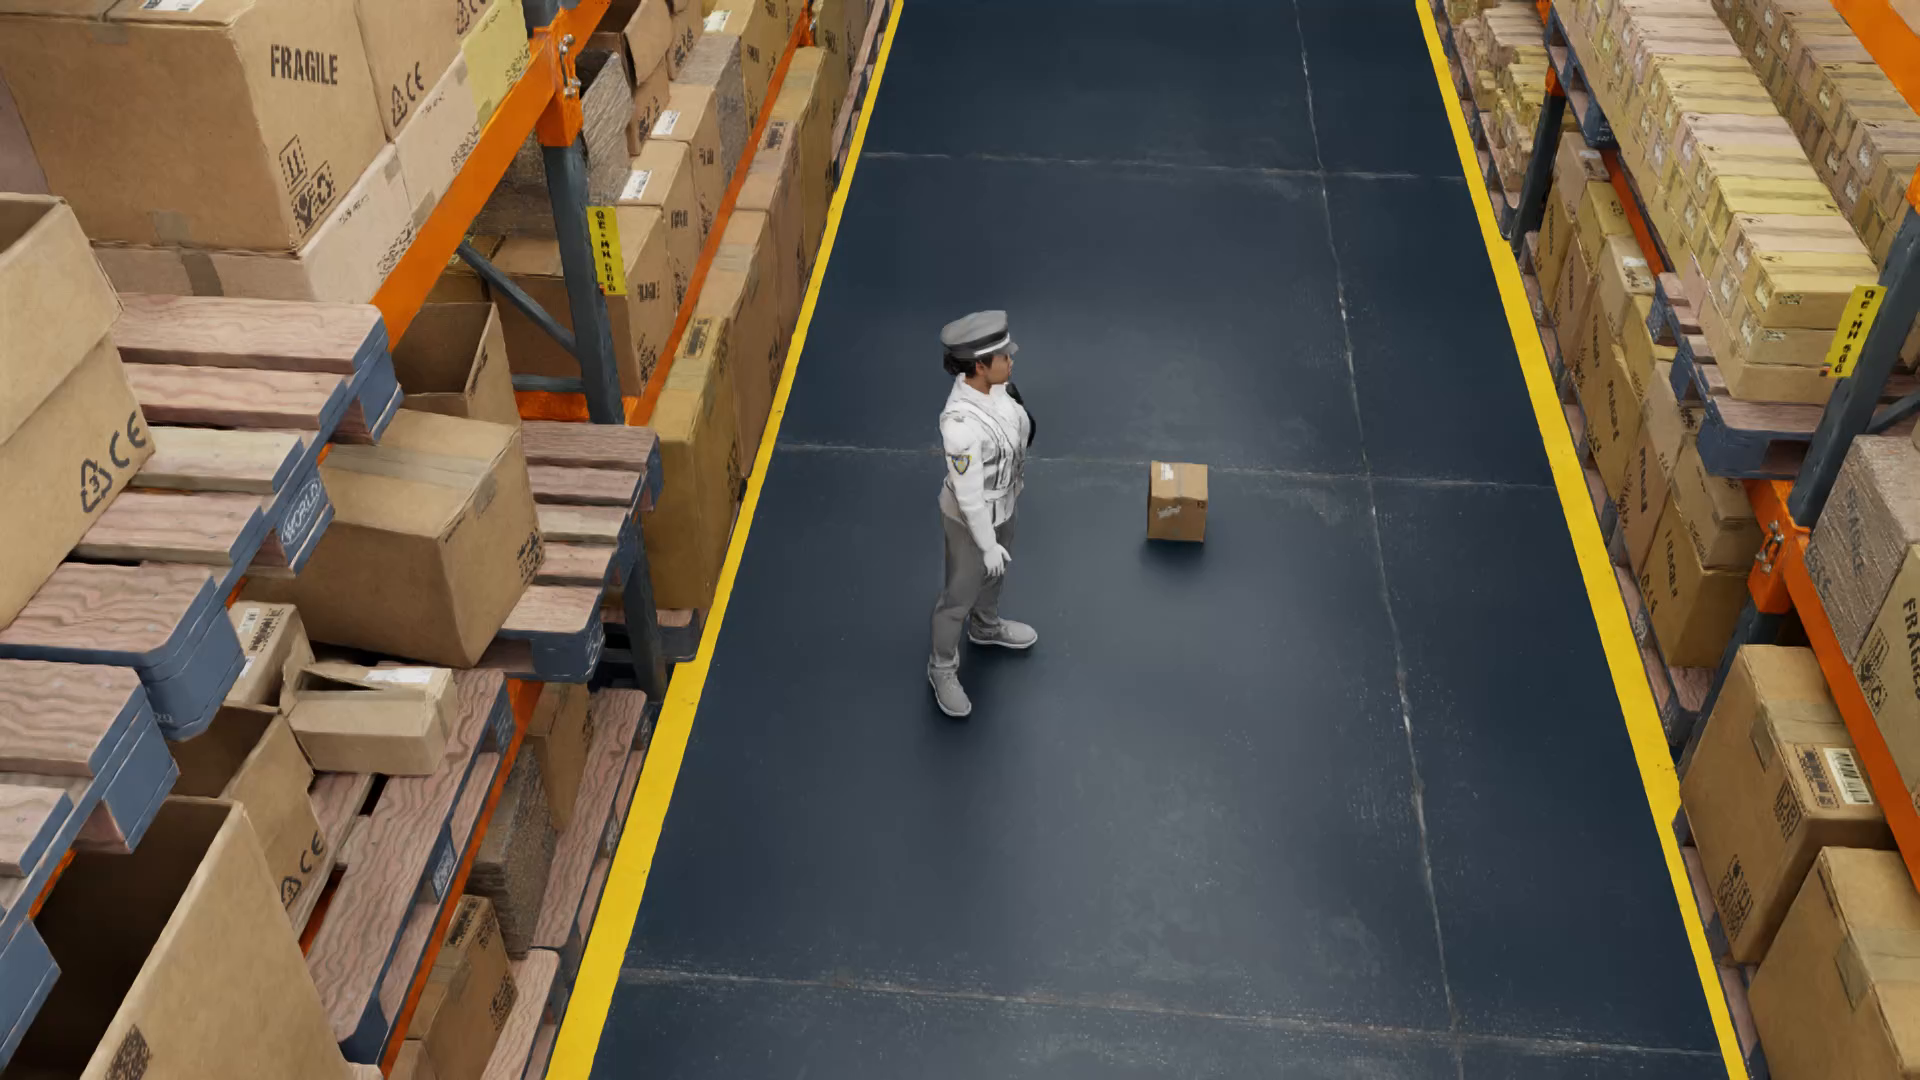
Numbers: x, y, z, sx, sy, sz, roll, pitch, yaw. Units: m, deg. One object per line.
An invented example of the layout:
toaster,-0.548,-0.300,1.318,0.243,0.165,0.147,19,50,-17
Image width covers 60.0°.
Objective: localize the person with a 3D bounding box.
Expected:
person,0.079,-0.120,6.250,0.357,1.689,0.608,12,42,14
